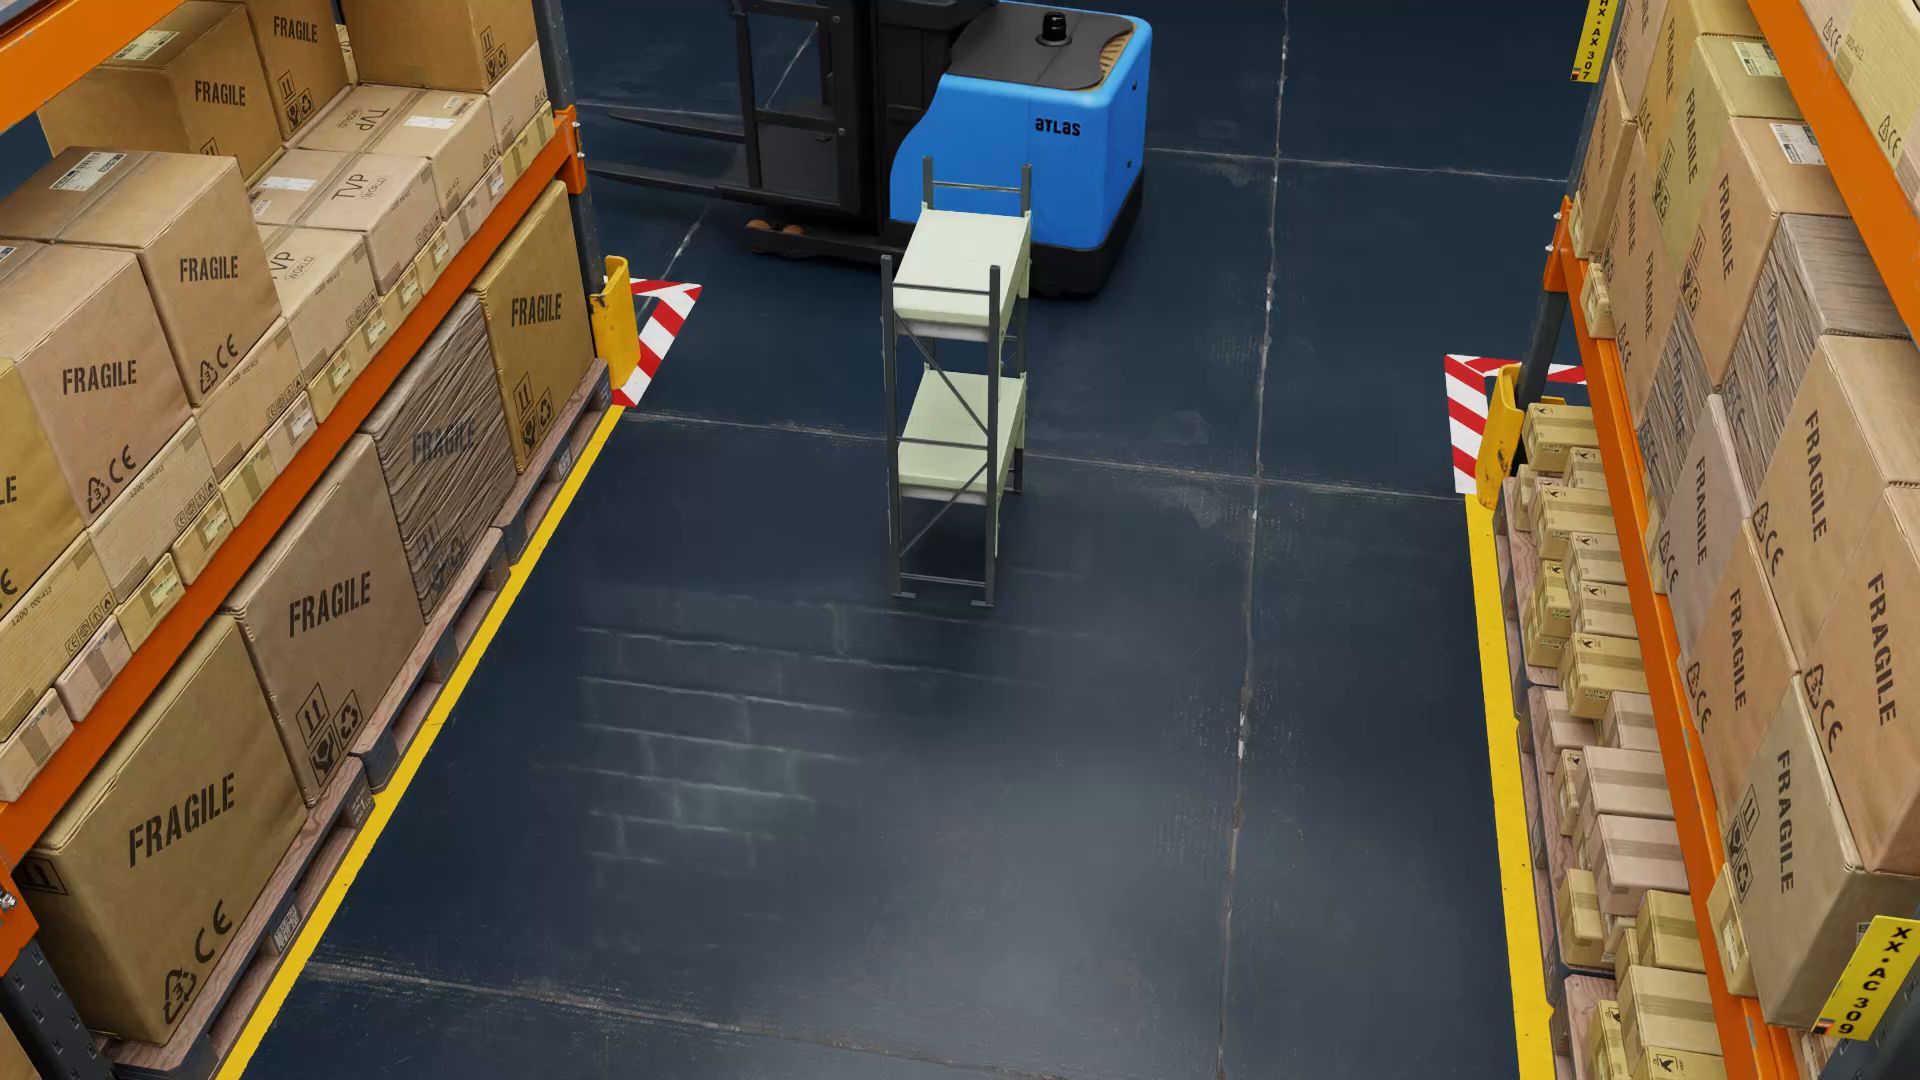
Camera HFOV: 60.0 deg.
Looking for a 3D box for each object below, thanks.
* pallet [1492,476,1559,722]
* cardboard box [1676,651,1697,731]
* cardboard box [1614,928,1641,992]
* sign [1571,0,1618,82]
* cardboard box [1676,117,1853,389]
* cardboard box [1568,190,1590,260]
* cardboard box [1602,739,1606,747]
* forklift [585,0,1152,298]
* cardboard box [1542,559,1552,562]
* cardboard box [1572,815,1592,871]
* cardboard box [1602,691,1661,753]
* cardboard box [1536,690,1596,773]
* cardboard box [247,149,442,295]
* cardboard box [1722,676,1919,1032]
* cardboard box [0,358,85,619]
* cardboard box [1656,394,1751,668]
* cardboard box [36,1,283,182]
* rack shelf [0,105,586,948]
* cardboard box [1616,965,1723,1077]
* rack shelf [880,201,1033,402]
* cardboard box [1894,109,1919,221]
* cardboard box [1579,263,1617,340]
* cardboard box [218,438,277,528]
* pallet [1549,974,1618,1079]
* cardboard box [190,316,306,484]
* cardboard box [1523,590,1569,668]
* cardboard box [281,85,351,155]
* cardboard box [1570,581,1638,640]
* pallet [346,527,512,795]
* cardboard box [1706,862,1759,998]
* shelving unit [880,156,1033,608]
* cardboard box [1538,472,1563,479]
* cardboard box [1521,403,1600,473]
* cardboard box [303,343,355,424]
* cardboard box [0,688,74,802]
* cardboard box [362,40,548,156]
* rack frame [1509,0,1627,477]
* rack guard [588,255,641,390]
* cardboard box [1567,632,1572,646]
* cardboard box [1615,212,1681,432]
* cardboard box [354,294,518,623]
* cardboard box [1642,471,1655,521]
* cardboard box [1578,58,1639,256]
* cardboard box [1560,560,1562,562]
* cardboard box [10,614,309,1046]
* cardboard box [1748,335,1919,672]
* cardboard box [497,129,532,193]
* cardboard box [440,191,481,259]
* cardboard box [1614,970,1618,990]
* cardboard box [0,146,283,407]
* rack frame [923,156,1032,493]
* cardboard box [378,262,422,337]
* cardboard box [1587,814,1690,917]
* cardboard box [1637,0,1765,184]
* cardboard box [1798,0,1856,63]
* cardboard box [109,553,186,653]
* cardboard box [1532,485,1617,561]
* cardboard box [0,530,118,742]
[{"bbox_3d":[2.586,0.252,6.279,1.003,0.211,1.213,6,40,8],"label":"pallet"},{"bbox_3d":[2.030,0.358,4.160,0.380,0.149,0.250,5,40,6],"label":"cardboard box"},{"bbox_3d":[2.027,1.236,4.575,0.380,0.149,0.250,7,40,8],"label":"cardboard box"},{"bbox_3d":[2.240,-1.770,5.857,0.100,0.325,0.005,6,40,8],"label":"sign"},{"bbox_3d":[2.157,-0.701,4.147,0.500,0.500,0.500,5,40,6],"label":"cardboard box"},{"bbox_3d":[2.395,-1.112,5.938,0.380,0.149,0.250,6,40,7],"label":"cardboard box"},{"bbox_3d":[2.206,0.745,5.169,0.380,0.149,0.250,8,40,10],"label":"cardboard box"},{"bbox_3d":[-0.617,-2.867,7.917,3.031,2.935,1.130,12,41,14],"label":"forklift"},{"bbox_3d":[2.404,0.028,6.270,0.380,0.149,0.250,6,40,7],"label":"cardboard box"},{"bbox_3d":[2.105,0.982,5.117,0.380,0.149,0.250,7,40,9],"label":"cardboard box"},{"bbox_3d":[2.191,0.619,5.088,0.380,0.149,0.250,6,40,8],"label":"cardboard box"},{"bbox_3d":[2.136,0.650,5.518,0.380,0.149,0.250,5,40,6],"label":"cardboard box"},{"bbox_3d":[-2.092,-1.072,5.577,0.500,0.250,0.500,5,40,6],"label":"cardboard box"},{"bbox_3d":[1.887,0.646,3.302,0.500,0.500,0.500,6,40,8],"label":"cardboard box"},{"bbox_3d":[-2.451,-0.094,3.806,0.500,0.500,0.500,6,40,8],"label":"cardboard box"},{"bbox_3d":[2.066,0.009,4.074,0.500,0.500,0.500,6,40,7],"label":"cardboard box"},{"bbox_3d":[-2.613,-1.421,5.411,0.500,0.500,0.500,5,40,6],"label":"cardboard box"},{"bbox_3d":[-2.440,-0.454,5.510,1.077,0.370,4.000,6,40,8],"label":"rack shelf"},{"bbox_3d":[1.928,1.268,4.303,0.380,0.149,0.250,6,40,7],"label":"cardboard box"},{"bbox_3d":[-0.001,-0.875,6.018,0.431,0.370,0.720,6,40,8],"label":"rack shelf"},{"bbox_3d":[1.999,-0.614,2.902,0.500,0.250,0.500,6,40,8],"label":"cardboard box"},{"bbox_3d":[2.293,-0.785,5.542,0.380,0.149,0.250,5,40,6],"label":"cardboard box"},{"bbox_3d":[-2.229,-0.184,4.816,0.380,0.149,0.250,6,40,7],"label":"cardboard box"},{"bbox_3d":[2.163,1.784,4.427,1.003,0.211,1.213,6,40,8],"label":"pallet"},{"bbox_3d":[-2.271,-0.436,4.808,0.500,0.250,0.500,7,40,9],"label":"cardboard box"},{"bbox_3d":[2.215,0.333,5.901,0.380,0.149,0.250,7,40,8],"label":"cardboard box"},{"bbox_3d":[-2.526,-1.445,6.028,0.500,0.250,0.500,6,40,7],"label":"cardboard box"},{"bbox_3d":[2.231,0.291,5.485,0.380,0.149,0.250,8,40,9],"label":"cardboard box"},{"bbox_3d":[-2.368,0.362,6.146,1.003,0.211,1.213,6,40,8],"label":"pallet"},{"bbox_3d":[1.838,0.852,3.562,0.380,0.149,0.250,5,40,6],"label":"cardboard box"},{"bbox_3d":[-0.001,-0.574,6.267,0.431,1.500,0.755,6,40,8],"label":"shelving unit"},{"bbox_3d":[2.431,-0.253,6.377,0.380,0.149,0.250,8,40,10],"label":"cardboard box"},{"bbox_3d":[2.349,-0.377,6.293,0.380,0.149,0.250,5,40,6],"label":"cardboard box"},{"bbox_3d":[-2.139,-0.507,5.206,0.380,0.149,0.250,5,40,6],"label":"cardboard box"},{"bbox_3d":[-2.407,0.472,4.023,0.380,0.149,0.250,6,40,8],"label":"cardboard box"},{"bbox_3d":[-1.916,-1.710,6.348,0.500,0.250,0.500,6,40,7],"label":"cardboard box"},{"bbox_3d":[2.774,-1.376,6.060,1.000,3.000,0.127,6,40,8],"label":"rack frame"},{"bbox_3d":[-2.089,-1.038,7.613,1.175,0.500,0.348,6,40,8],"label":"rack guard"},{"bbox_3d":[2.269,0.402,5.584,0.380,0.149,0.250,5,40,6],"label":"cardboard box"},{"bbox_3d":[2.260,-0.633,4.850,0.500,0.500,0.500,7,40,8],"label":"cardboard box"},{"bbox_3d":[-2.283,-0.348,6.155,0.875,0.875,0.875,6,40,8],"label":"cardboard box"},{"bbox_3d":[2.176,-0.128,4.747,0.380,0.149,0.250,8,40,9],"label":"cardboard box"},{"bbox_3d":[2.424,-1.278,5.630,0.500,0.500,0.500,8,40,10],"label":"cardboard box"},{"bbox_3d":[2.372,0.076,5.979,0.380,0.149,0.250,7,40,8],"label":"cardboard box"},{"bbox_3d":[-2.593,0.776,4.796,0.875,0.875,0.875,6,40,8],"label":"cardboard box"},{"bbox_3d":[1.981,-0.054,3.365,0.500,0.500,0.500,5,40,6],"label":"cardboard box"},{"bbox_3d":[-1.874,-1.467,6.367,0.380,0.149,0.250,7,40,8],"label":"cardboard box"},{"bbox_3d":[-1.963,-1.152,5.986,0.380,0.149,0.250,7,40,8],"label":"cardboard box"},{"bbox_3d":[2.089,1.309,4.721,0.380,0.149,0.250,5,40,7],"label":"cardboard box"},{"bbox_3d":[-2.273,-0.730,4.574,0.500,0.500,0.500,5,40,6],"label":"cardboard box"},{"bbox_3d":[0.062,-0.804,6.545,0.400,1.500,0.023,6,40,8],"label":"rack frame"},{"bbox_3d":[-2.050,-0.826,5.592,0.380,0.149,0.250,7,40,8],"label":"cardboard box"},{"bbox_3d":[2.006,0.934,4.708,0.380,0.149,0.250,5,40,6],"label":"cardboard box"},{"bbox_3d":[2.354,-1.345,4.926,0.500,0.500,0.500,7,40,9],"label":"cardboard box"},{"bbox_3d":[2.173,-1.243,3.664,0.500,0.250,0.500,6,40,7],"label":"cardboard box"},{"bbox_3d":[-2.316,0.141,4.422,0.380,0.149,0.250,8,40,9],"label":"cardboard box"},{"bbox_3d":[2.250,-0.047,5.894,0.380,0.149,0.250,6,40,8],"label":"cardboard box"},{"bbox_3d":[-2.446,0.201,4.037,0.500,0.250,0.500,6,40,7],"label":"cardboard box"}]
